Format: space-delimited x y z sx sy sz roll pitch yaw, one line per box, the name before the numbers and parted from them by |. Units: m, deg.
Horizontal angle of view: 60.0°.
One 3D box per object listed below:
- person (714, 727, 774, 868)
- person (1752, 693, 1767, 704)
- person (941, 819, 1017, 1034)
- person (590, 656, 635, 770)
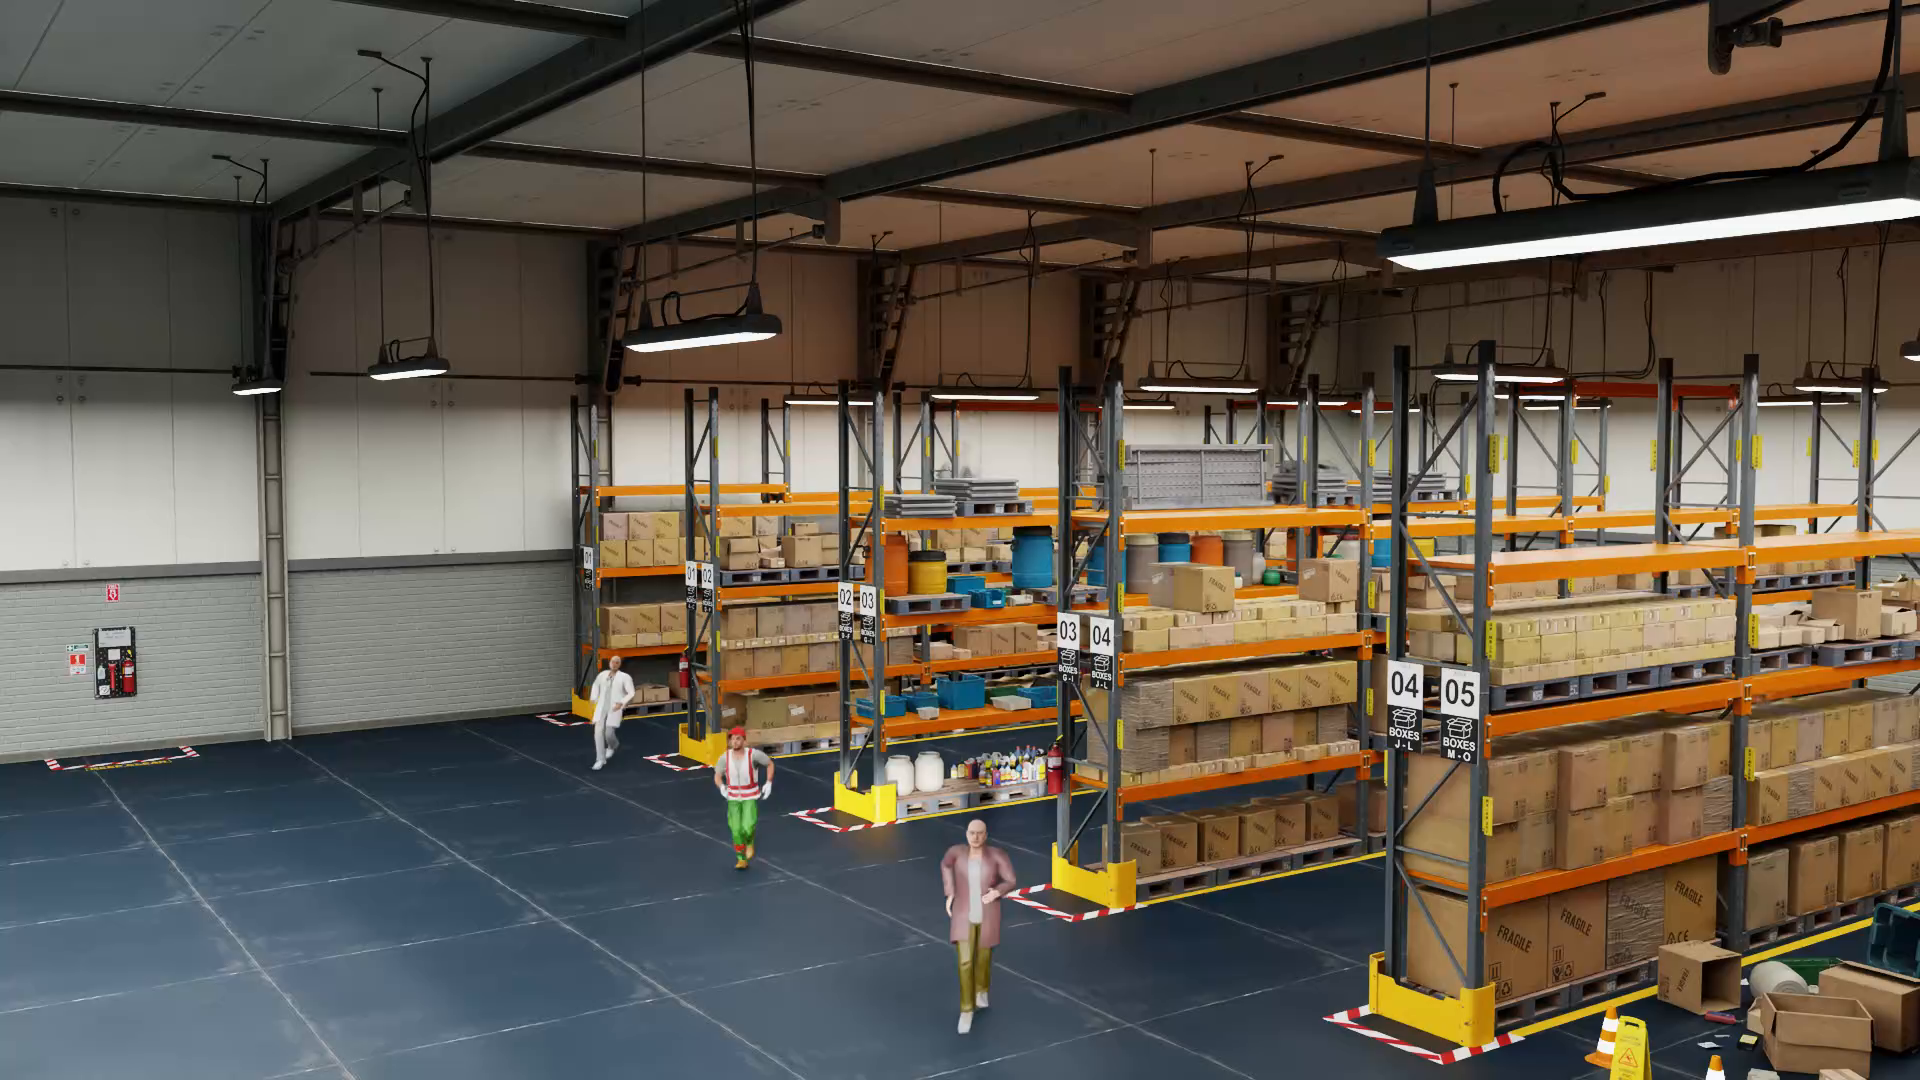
person | -2.597 3.096 19.819 0.685 1.739 0.679 0 3 5
person | 11.018 2.901 23.052 0.557 1.737 0.639 -3 5 -40
person | 0.164 3.390 14.823 0.688 1.841 0.872 0 3 1
person | -5.546 2.720 26.394 0.751 1.757 0.787 1 3 10
